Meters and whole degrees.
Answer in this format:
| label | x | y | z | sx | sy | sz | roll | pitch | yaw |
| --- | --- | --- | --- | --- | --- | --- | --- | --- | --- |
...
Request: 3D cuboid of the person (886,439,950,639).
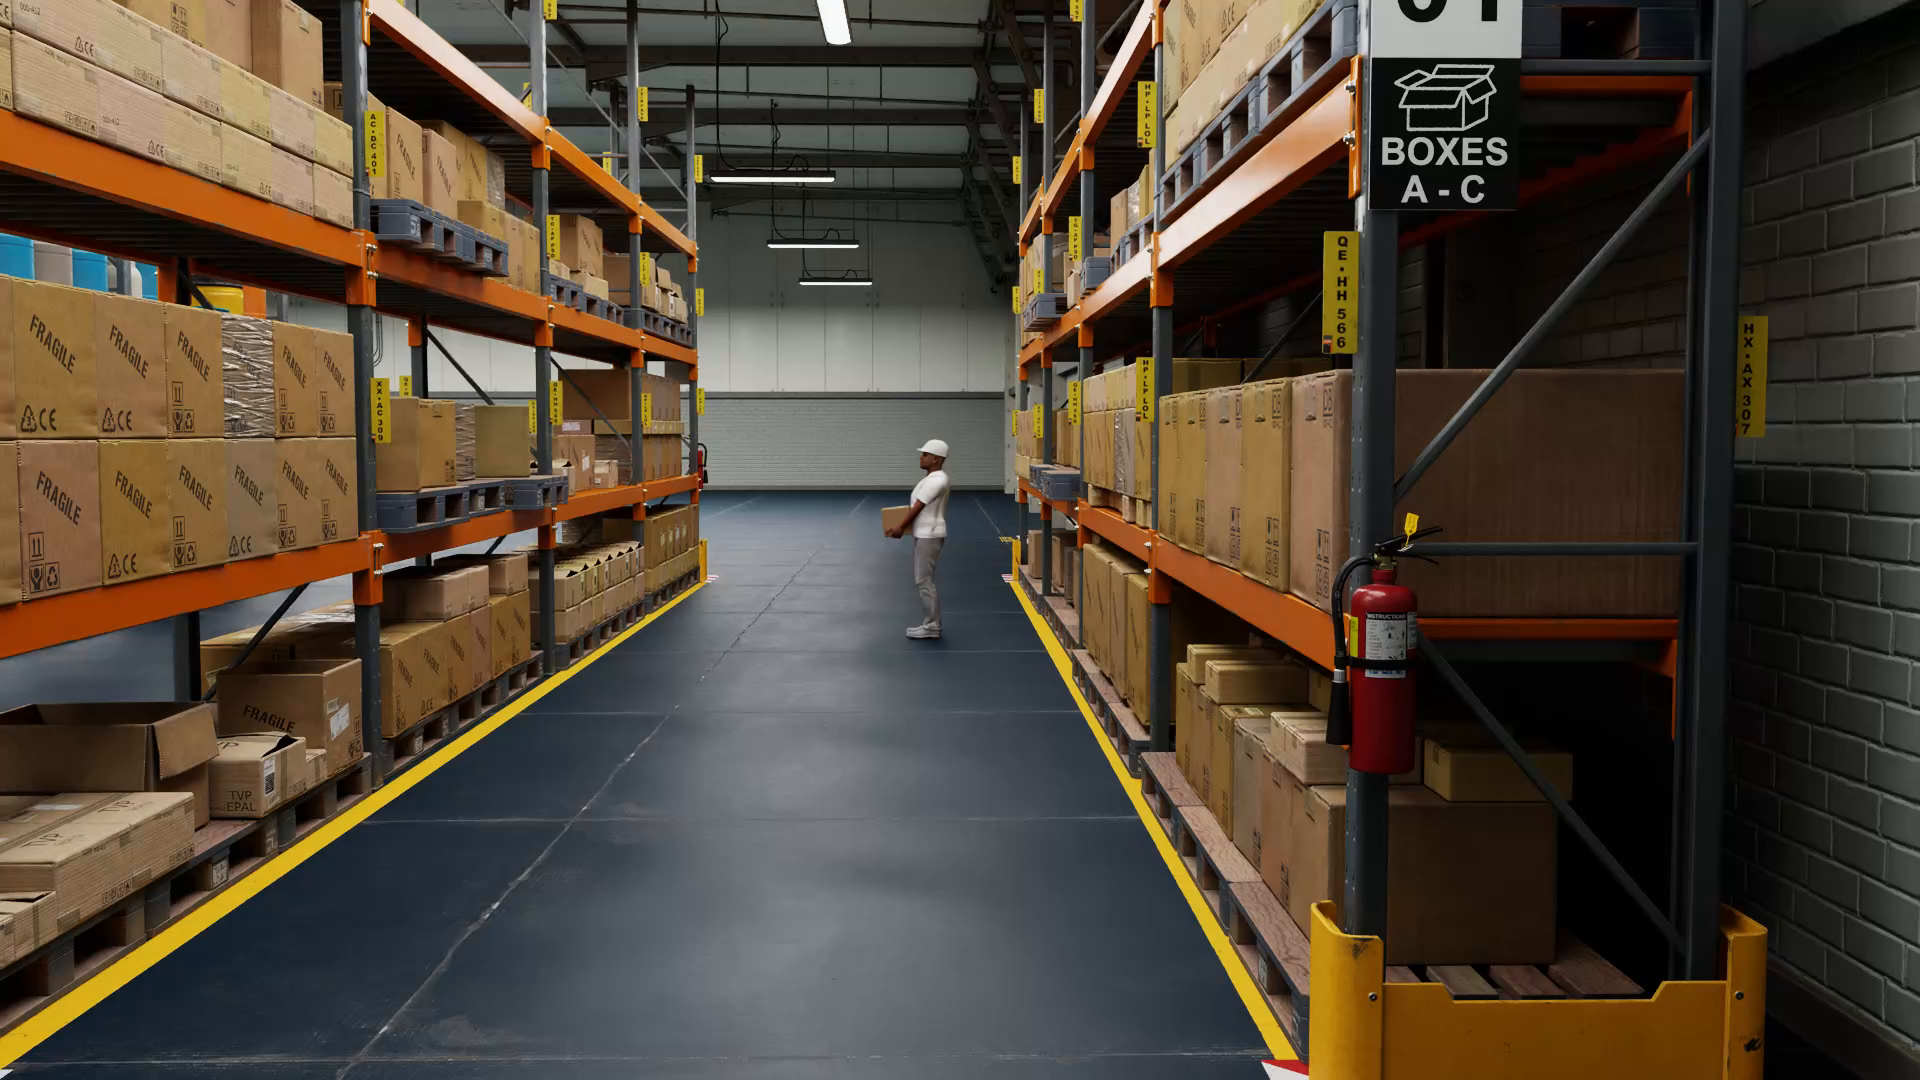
| label | x | y | z | sx | sy | sz | roll | pitch | yaw |
| --- | --- | --- | --- | --- | --- | --- | --- | --- | --- |
| person | -0.373 | -0.011 | 14.794 | 0.577 | 1.758 | 0.503 | 0 | 4 | -1 |
